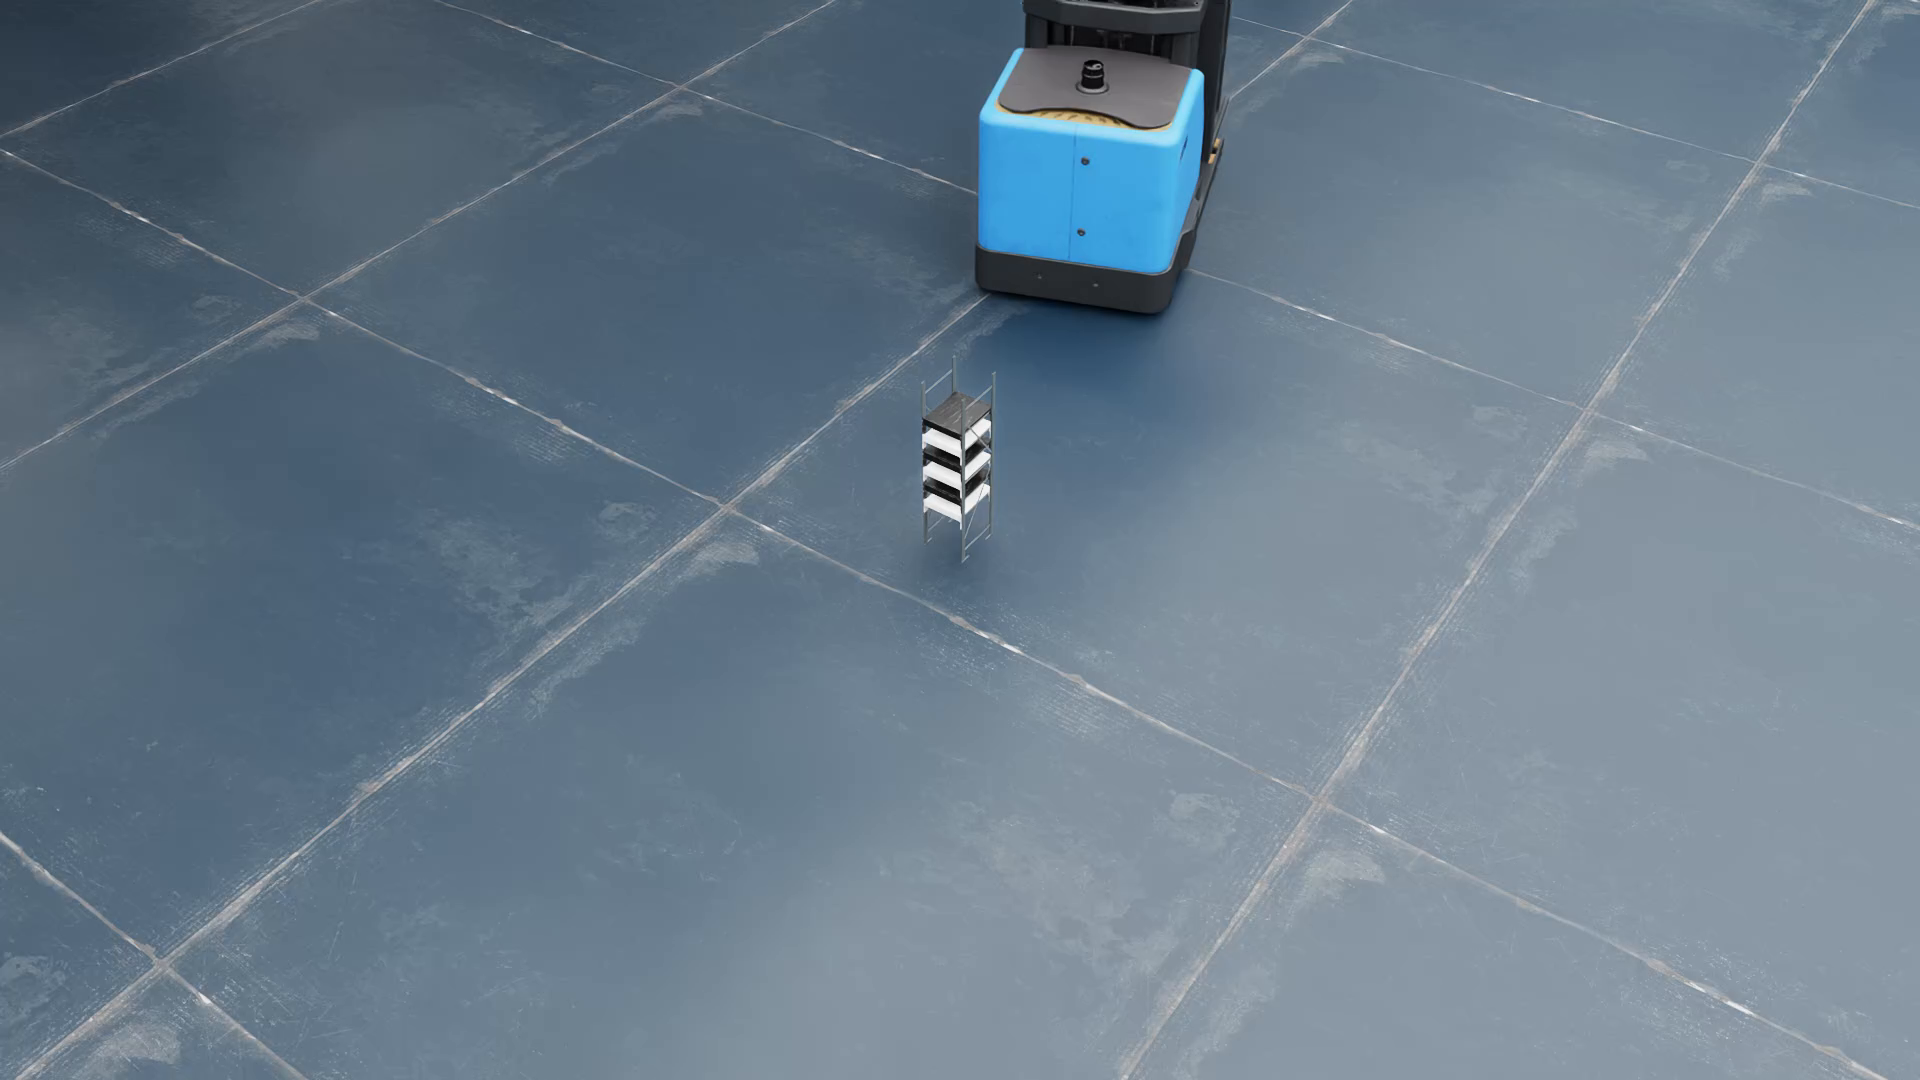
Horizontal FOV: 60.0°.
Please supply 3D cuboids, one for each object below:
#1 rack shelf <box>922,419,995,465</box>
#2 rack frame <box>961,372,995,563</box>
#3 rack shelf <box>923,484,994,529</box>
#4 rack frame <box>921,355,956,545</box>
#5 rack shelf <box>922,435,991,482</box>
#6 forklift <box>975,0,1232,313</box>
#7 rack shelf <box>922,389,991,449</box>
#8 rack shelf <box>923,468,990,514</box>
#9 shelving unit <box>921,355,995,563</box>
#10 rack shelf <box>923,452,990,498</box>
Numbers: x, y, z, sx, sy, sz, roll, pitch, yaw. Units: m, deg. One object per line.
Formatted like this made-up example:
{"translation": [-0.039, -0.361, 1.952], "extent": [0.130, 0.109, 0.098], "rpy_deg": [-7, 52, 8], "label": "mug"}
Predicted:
{"translation": [-0.007, -0.448, 7.104], "extent": [0.200, 0.077, 0.258], "rpy_deg": [25, 48, 25], "label": "rack shelf"}
{"translation": [0.077, -0.300, 7.158], "extent": [0.006, 0.900, 0.240], "rpy_deg": [25, 48, 25], "label": "rack frame"}
{"translation": [-0.007, -0.179, 7.344], "extent": [0.200, 0.077, 0.258], "rpy_deg": [25, 48, 25], "label": "rack shelf"}
{"translation": [-0.090, -0.377, 7.245], "extent": [0.006, 0.900, 0.240], "rpy_deg": [25, 48, 25], "label": "rack frame"}
{"translation": [-0.007, -0.381, 7.164], "extent": [0.200, 0.077, 0.258], "rpy_deg": [25, 48, 25], "label": "rack shelf"}
{"translation": [0.962, -3.276, 8.962], "extent": [1.130, 2.935, 3.031], "rpy_deg": [10, 43, 11], "label": "forklift"}
{"translation": [-0.007, -0.515, 7.044], "extent": [0.200, 0.077, 0.258], "rpy_deg": [25, 48, 25], "label": "rack shelf"}
{"translation": [-0.007, -0.247, 7.284], "extent": [0.200, 0.077, 0.258], "rpy_deg": [25, 48, 25], "label": "rack shelf"}
{"translation": [-0.007, -0.338, 7.202], "extent": [0.210, 0.900, 0.258], "rpy_deg": [25, 48, 25], "label": "shelving unit"}
{"translation": [-0.007, -0.314, 7.224], "extent": [0.200, 0.077, 0.258], "rpy_deg": [25, 48, 25], "label": "rack shelf"}
